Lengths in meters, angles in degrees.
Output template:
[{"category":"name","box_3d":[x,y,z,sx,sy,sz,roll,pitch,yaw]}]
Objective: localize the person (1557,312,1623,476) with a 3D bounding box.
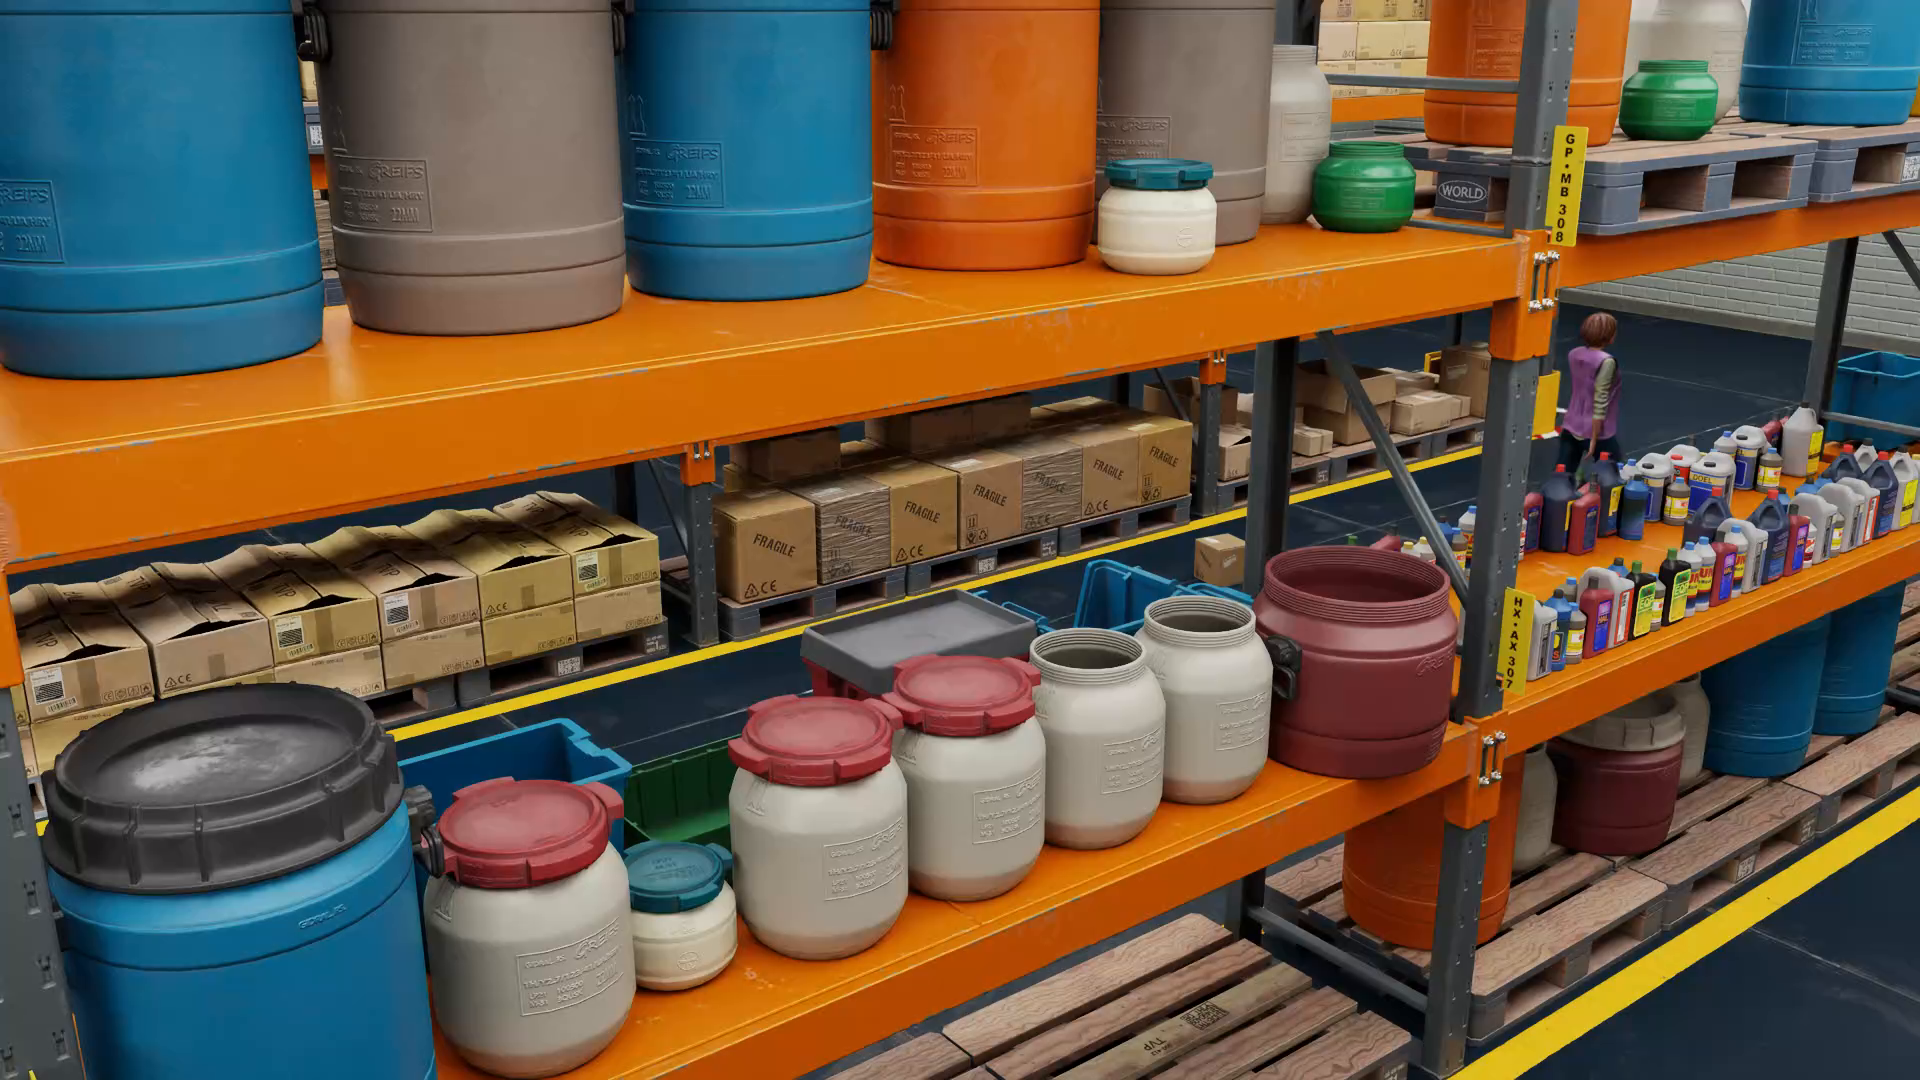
[{"category":"person","box_3d":[4.126,-0.715,10.743,0.937,1.538,0.426,-7,19,-21]}]
